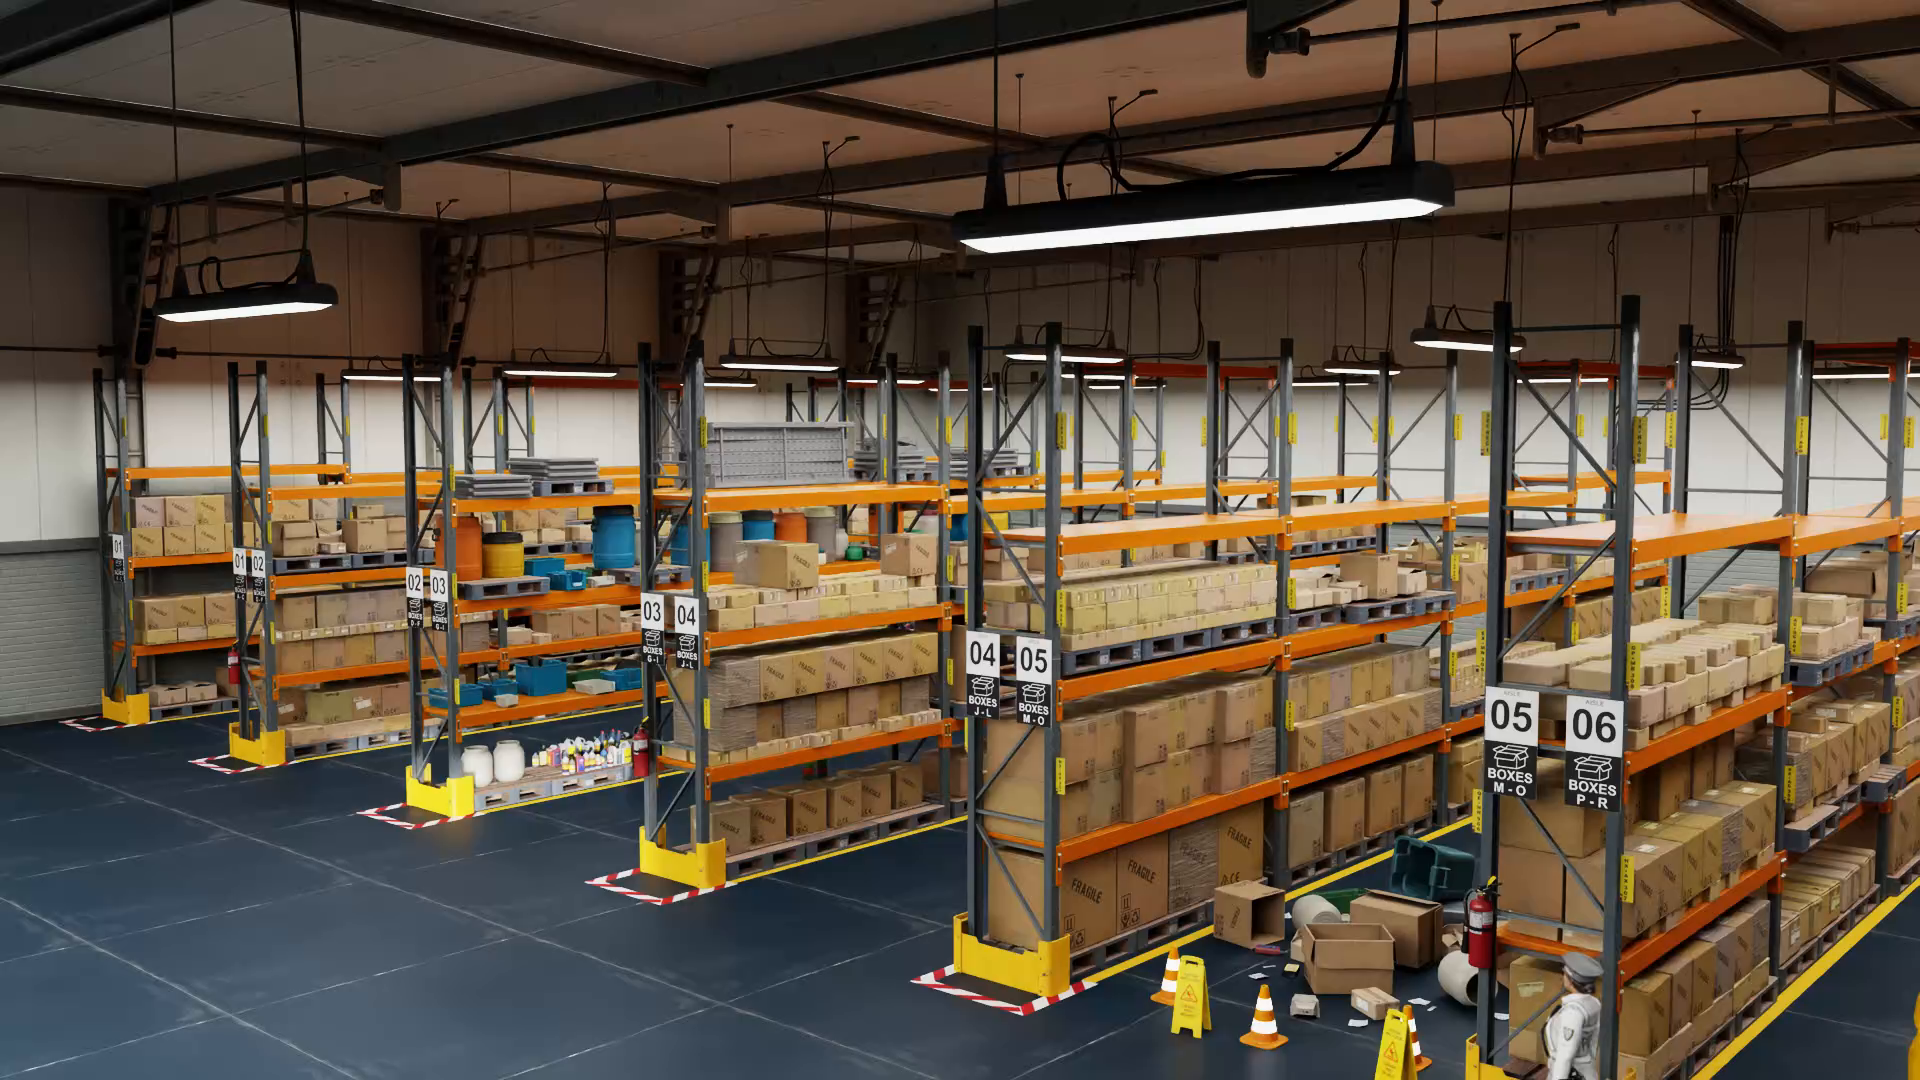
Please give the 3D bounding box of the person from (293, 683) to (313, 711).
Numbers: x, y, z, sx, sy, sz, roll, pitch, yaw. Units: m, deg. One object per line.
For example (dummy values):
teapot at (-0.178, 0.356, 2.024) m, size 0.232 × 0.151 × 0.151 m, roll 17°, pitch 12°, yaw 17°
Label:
person at (-11.470, 2.195, 28.964) m, size 0.560 × 1.691 × 0.370 m, roll -3°, pitch 5°, yaw -33°

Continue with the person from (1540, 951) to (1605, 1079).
person at (4.013, 3.518, 10.828) m, size 0.618 × 1.671 × 0.432 m, roll 0°, pitch 4°, yaw 5°

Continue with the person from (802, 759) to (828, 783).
person at (-1.989, 2.595, 22.853) m, size 0.379 × 1.820 × 0.637 m, roll 3°, pitch 5°, yaw 36°
